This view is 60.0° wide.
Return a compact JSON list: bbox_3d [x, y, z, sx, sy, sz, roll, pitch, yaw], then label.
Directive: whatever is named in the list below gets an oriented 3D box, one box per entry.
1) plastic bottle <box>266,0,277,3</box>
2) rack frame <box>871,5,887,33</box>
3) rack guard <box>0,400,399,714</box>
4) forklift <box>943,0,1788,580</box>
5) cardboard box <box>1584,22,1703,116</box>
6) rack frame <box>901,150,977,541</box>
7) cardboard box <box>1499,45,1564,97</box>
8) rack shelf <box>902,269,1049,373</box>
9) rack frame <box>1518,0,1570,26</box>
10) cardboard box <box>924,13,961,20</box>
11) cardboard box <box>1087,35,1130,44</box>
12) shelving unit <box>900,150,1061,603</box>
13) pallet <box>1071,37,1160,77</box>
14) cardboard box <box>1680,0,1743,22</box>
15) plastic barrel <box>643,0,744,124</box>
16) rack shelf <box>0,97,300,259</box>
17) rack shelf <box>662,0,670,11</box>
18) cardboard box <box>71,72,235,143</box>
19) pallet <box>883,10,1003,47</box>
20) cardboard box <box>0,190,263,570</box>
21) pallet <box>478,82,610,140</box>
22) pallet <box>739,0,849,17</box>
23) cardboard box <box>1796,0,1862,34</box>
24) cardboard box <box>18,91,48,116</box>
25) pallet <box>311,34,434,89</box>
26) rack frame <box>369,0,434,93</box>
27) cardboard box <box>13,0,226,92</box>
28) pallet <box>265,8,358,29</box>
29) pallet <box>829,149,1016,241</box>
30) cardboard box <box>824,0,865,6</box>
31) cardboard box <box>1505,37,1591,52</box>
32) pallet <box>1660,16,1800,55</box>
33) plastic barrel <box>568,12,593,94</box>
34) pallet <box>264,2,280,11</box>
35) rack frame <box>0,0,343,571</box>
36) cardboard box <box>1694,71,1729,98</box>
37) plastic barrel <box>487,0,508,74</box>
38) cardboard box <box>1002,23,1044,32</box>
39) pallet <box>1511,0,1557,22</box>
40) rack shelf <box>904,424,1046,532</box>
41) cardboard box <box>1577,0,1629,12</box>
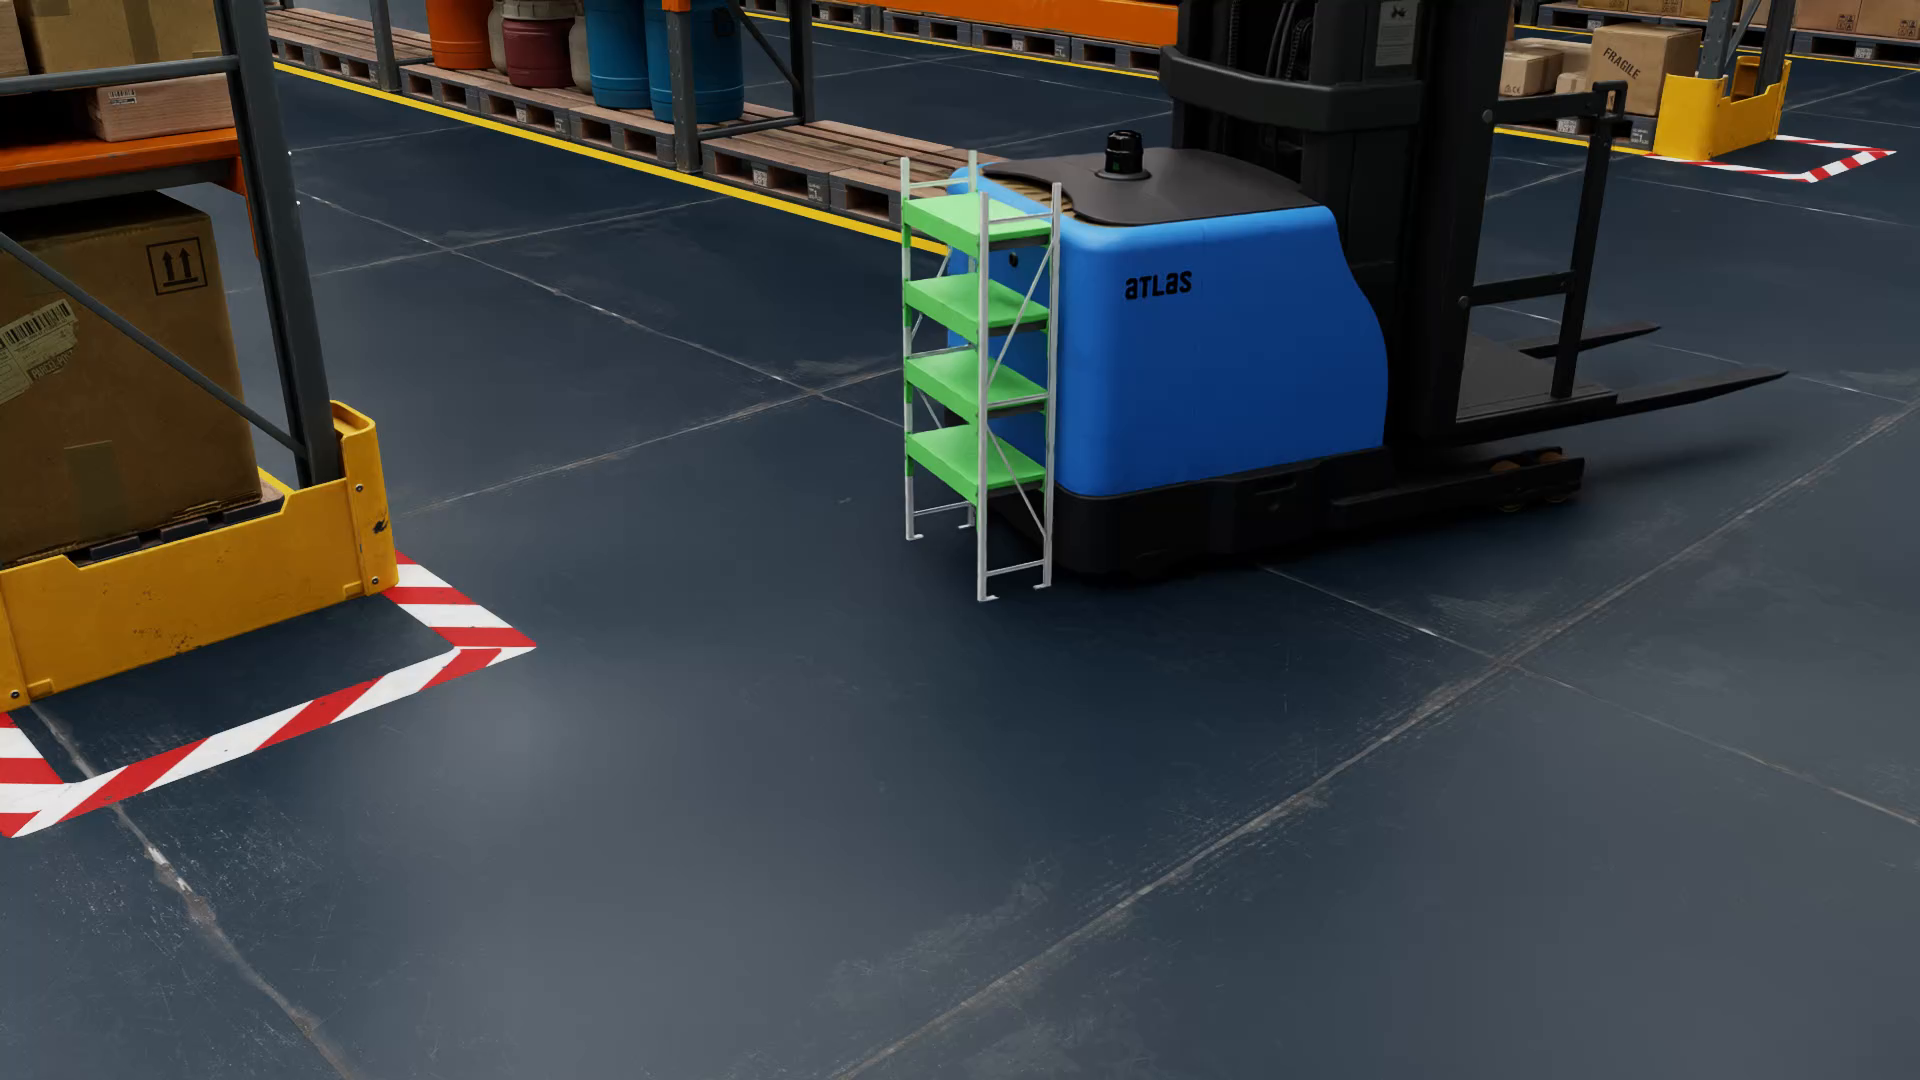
[{"bbox_3d":[-6.696,-5.348,16.117,0.097,0.271,0.097,0,25,0],"label":"plastic bottle"},{"bbox_3d":[-0.445,-6.361,15.579,1.000,3.000,0.127,-21,32,-38],"label":"rack frame"},{"bbox_3d":[-2.195,0.017,4.611,1.175,0.500,0.348,-21,32,-38],"label":"rack guard"},{"bbox_3d":[1.505,-1.611,5.250,3.031,2.935,1.130,-11,27,-22],"label":"forklift"},{"bbox_3d":[4.471,-3.095,10.902,0.500,0.500,0.500,-21,32,-38],"label":"cardboard box"},{"bbox_3d":[-0.060,-0.568,5.050,0.240,1.200,0.015,-12,27,-24],"label":"rack frame"},{"bbox_3d":[3.844,-3.278,11.603,0.500,0.250,0.500,-21,32,-38],"label":"cardboard box"},{"bbox_3d":[0.051,-0.638,4.780,0.258,0.148,0.480,-12,27,-24],"label":"rack shelf"},{"bbox_3d":[5.902,-6.555,16.006,1.000,3.000,0.127,-21,32,-38],"label":"rack frame"},{"bbox_3d":[0.019,-5.048,15.183,0.500,0.500,0.500,22,33,40],"label":"cardboard box"},{"bbox_3d":[1.410,-4.432,13.833,0.500,0.500,0.500,-21,32,-38],"label":"cardboard box"},{"bbox_3d":[0.051,-0.478,4.853,0.258,1.200,0.503,-12,27,-24],"label":"shelving unit"},{"bbox_3d":[1.705,-4.116,14.018,1.003,0.211,1.213,-21,32,-38],"label":"pallet"},{"bbox_3d":[7.028,-5.044,15.199,0.700,0.500,0.500,-20,31,-37],"label":"cardboard box"},{"bbox_3d":[-1.689,-3.151,10.565,0.600,0.901,0.708,-21,32,-38],"label":"plastic barrel"},{"bbox_3d":[-3.578,-1.407,5.586,1.077,0.370,4.000,-21,32,-38],"label":"rack shelf"},{"bbox_3d":[-2.697,-4.024,11.323,1.077,0.370,4.000,-21,32,-38],"label":"rack shelf"},{"bbox_3d":[-2.213,-1.215,4.602,0.380,0.149,0.250,-21,32,-38],"label":"cardboard box"},{"bbox_3d":[0.037,-4.855,15.639,1.003,0.211,1.213,-21,32,-38],"label":"pallet"},{"bbox_3d":[-2.707,-0.524,4.838,0.875,0.875,0.875,-21,32,-38],"label":"cardboard box"},{"bbox_3d":[-2.665,-3.092,11.773,1.003,0.211,1.213,-21,32,-38],"label":"pallet"},{"bbox_3d":[-1.809,-5.722,17.539,1.003,0.211,1.213,-21,32,-38],"label":"pallet"},{"bbox_3d":[7.742,-4.733,14.516,0.700,0.500,0.500,-21,32,-39],"label":"cardboard box"},{"bbox_3d":[-2.565,-1.370,4.941,0.380,0.149,0.250,-22,33,-40],"label":"cardboard box"},{"bbox_3d":[-4.565,-3.934,13.619,1.003,0.211,1.213,-21,32,-38],"label":"pallet"},{"bbox_3d":[-4.064,-4.957,12.501,1.000,3.000,0.127,-21,32,-38],"label":"rack frame"},{"bbox_3d":[-2.342,-1.417,4.565,0.500,0.250,0.500,-22,33,-40],"label":"cardboard box"},{"bbox_3d":[-6.233,-4.673,15.239,1.003,0.211,1.213,-21,32,-38],"label":"pallet"},{"bbox_3d":[0.039,-1.895,9.149,1.003,0.211,1.213,-21,32,-38],"label":"pallet"},{"bbox_3d":[-0.983,-5.391,16.260,0.500,0.250,0.500,-20,31,-37],"label":"cardboard box"},{"bbox_3d":[4.174,-3.435,11.947,0.500,0.250,0.500,-21,32,-38],"label":"cardboard box"},{"bbox_3d":[7.203,-4.664,15.220,1.003,0.211,1.213,-21,32,-38],"label":"pallet"},{"bbox_3d":[-2.494,-3.385,11.547,0.421,0.512,0.421,0,25,0],"label":"plastic barrel"},{"bbox_3d":[-7.226,-5.115,16.209,1.003,0.211,1.213,-21,32,-38],"label":"pallet"},{"bbox_3d":[-2.211,-1.128,4.109,1.000,3.000,0.127,-21,32,-38],"label":"rack frame"},{"bbox_3d":[4.987,-3.065,11.258,0.380,0.149,0.250,-21,32,-38],"label":"cardboard box"},{"bbox_3d":[-3.266,-3.727,12.297,0.421,0.512,0.421,0,25,0],"label":"plastic barrel"},{"bbox_3d":[0.719,-4.738,14.503,0.500,0.500,0.500,22,33,40],"label":"cardboard box"},{"bbox_3d":[5.320,-5.499,17.050,1.003,0.211,1.213,-21,32,-38],"label":"pallet"},{"bbox_3d":[0.051,-0.202,4.979,0.258,0.148,0.480,-12,27,-24],"label":"rack shelf"},{"bbox_3d":[6.338,-5.354,15.877,0.700,0.500,0.500,-21,32,-38],"label":"cardboard box"}]
